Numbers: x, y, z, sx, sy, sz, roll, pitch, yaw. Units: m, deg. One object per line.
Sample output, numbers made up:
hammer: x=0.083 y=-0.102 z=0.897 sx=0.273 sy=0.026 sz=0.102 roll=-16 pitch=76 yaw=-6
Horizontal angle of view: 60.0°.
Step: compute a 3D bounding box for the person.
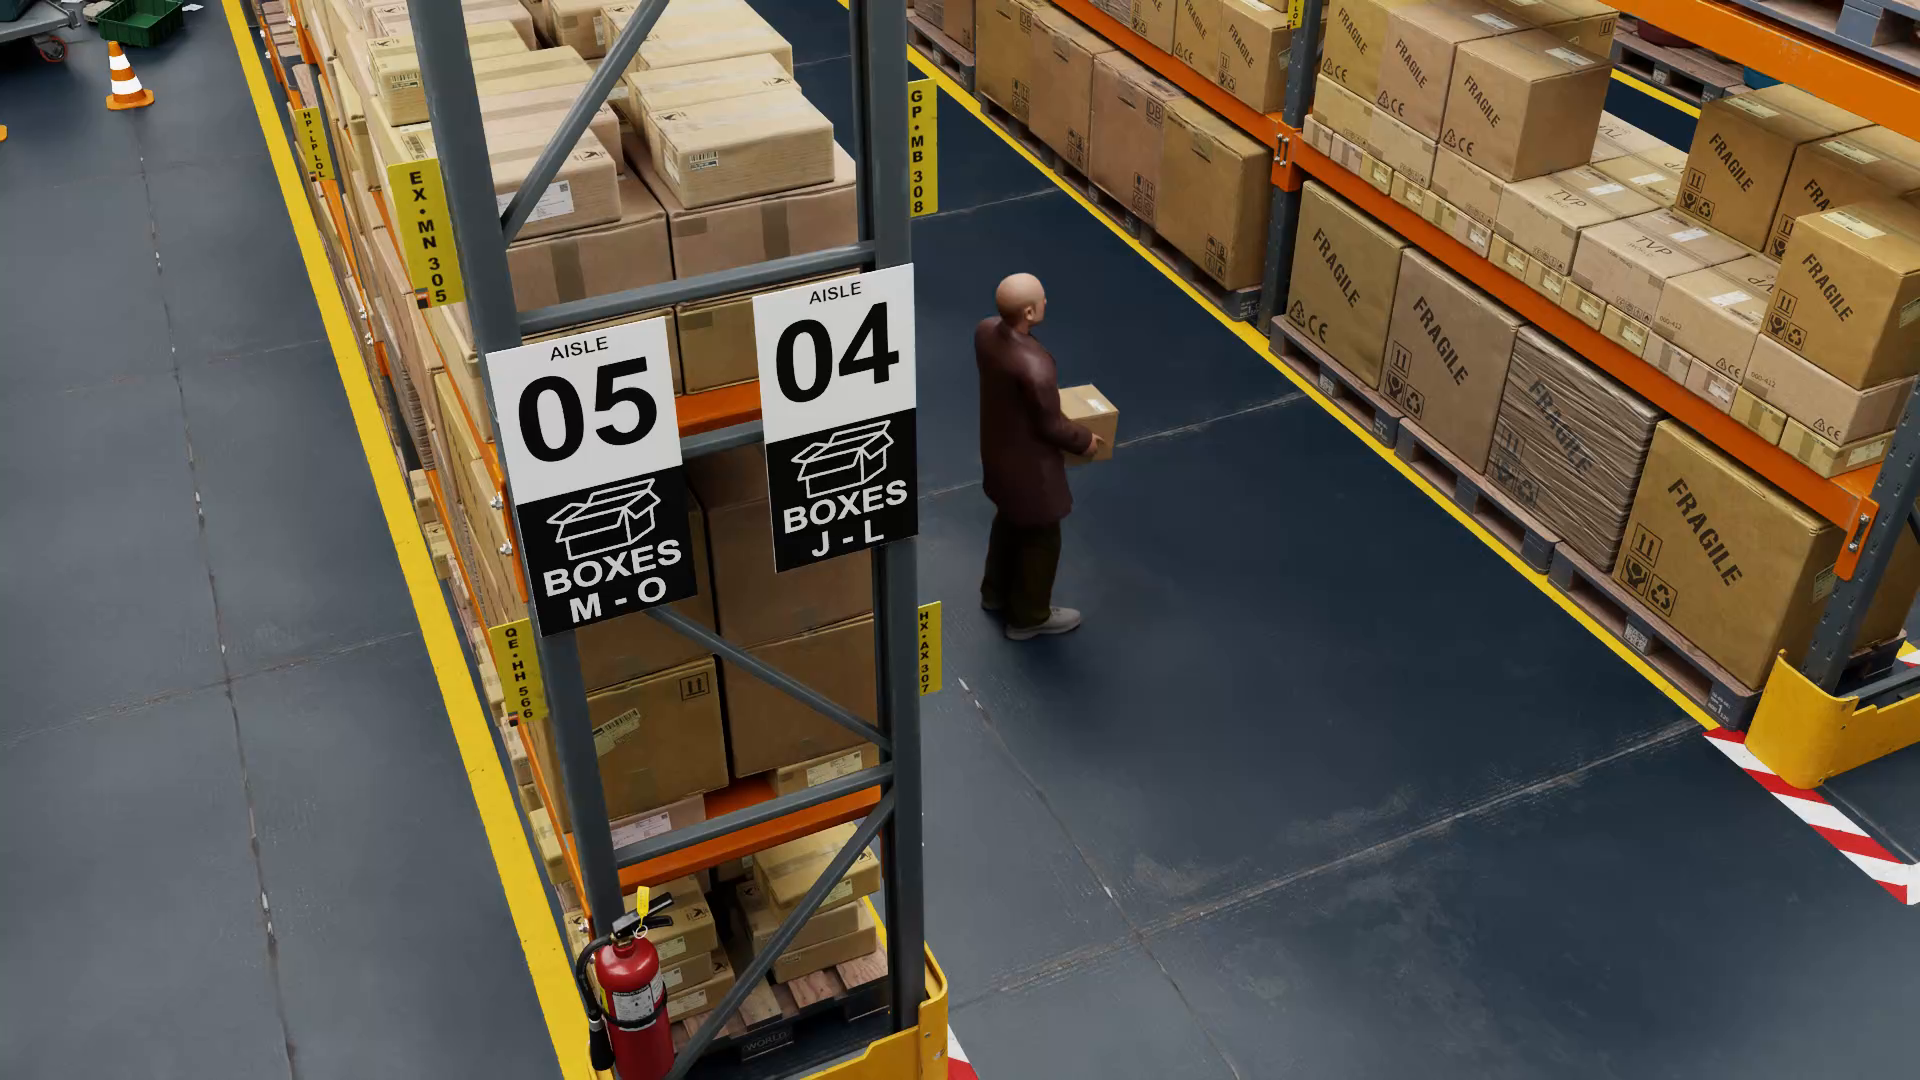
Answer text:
person: x=0.351 y=-0.392 z=7.387 sx=0.508 sy=1.782 sz=0.563 roll=-16 pitch=40 yaw=-20
